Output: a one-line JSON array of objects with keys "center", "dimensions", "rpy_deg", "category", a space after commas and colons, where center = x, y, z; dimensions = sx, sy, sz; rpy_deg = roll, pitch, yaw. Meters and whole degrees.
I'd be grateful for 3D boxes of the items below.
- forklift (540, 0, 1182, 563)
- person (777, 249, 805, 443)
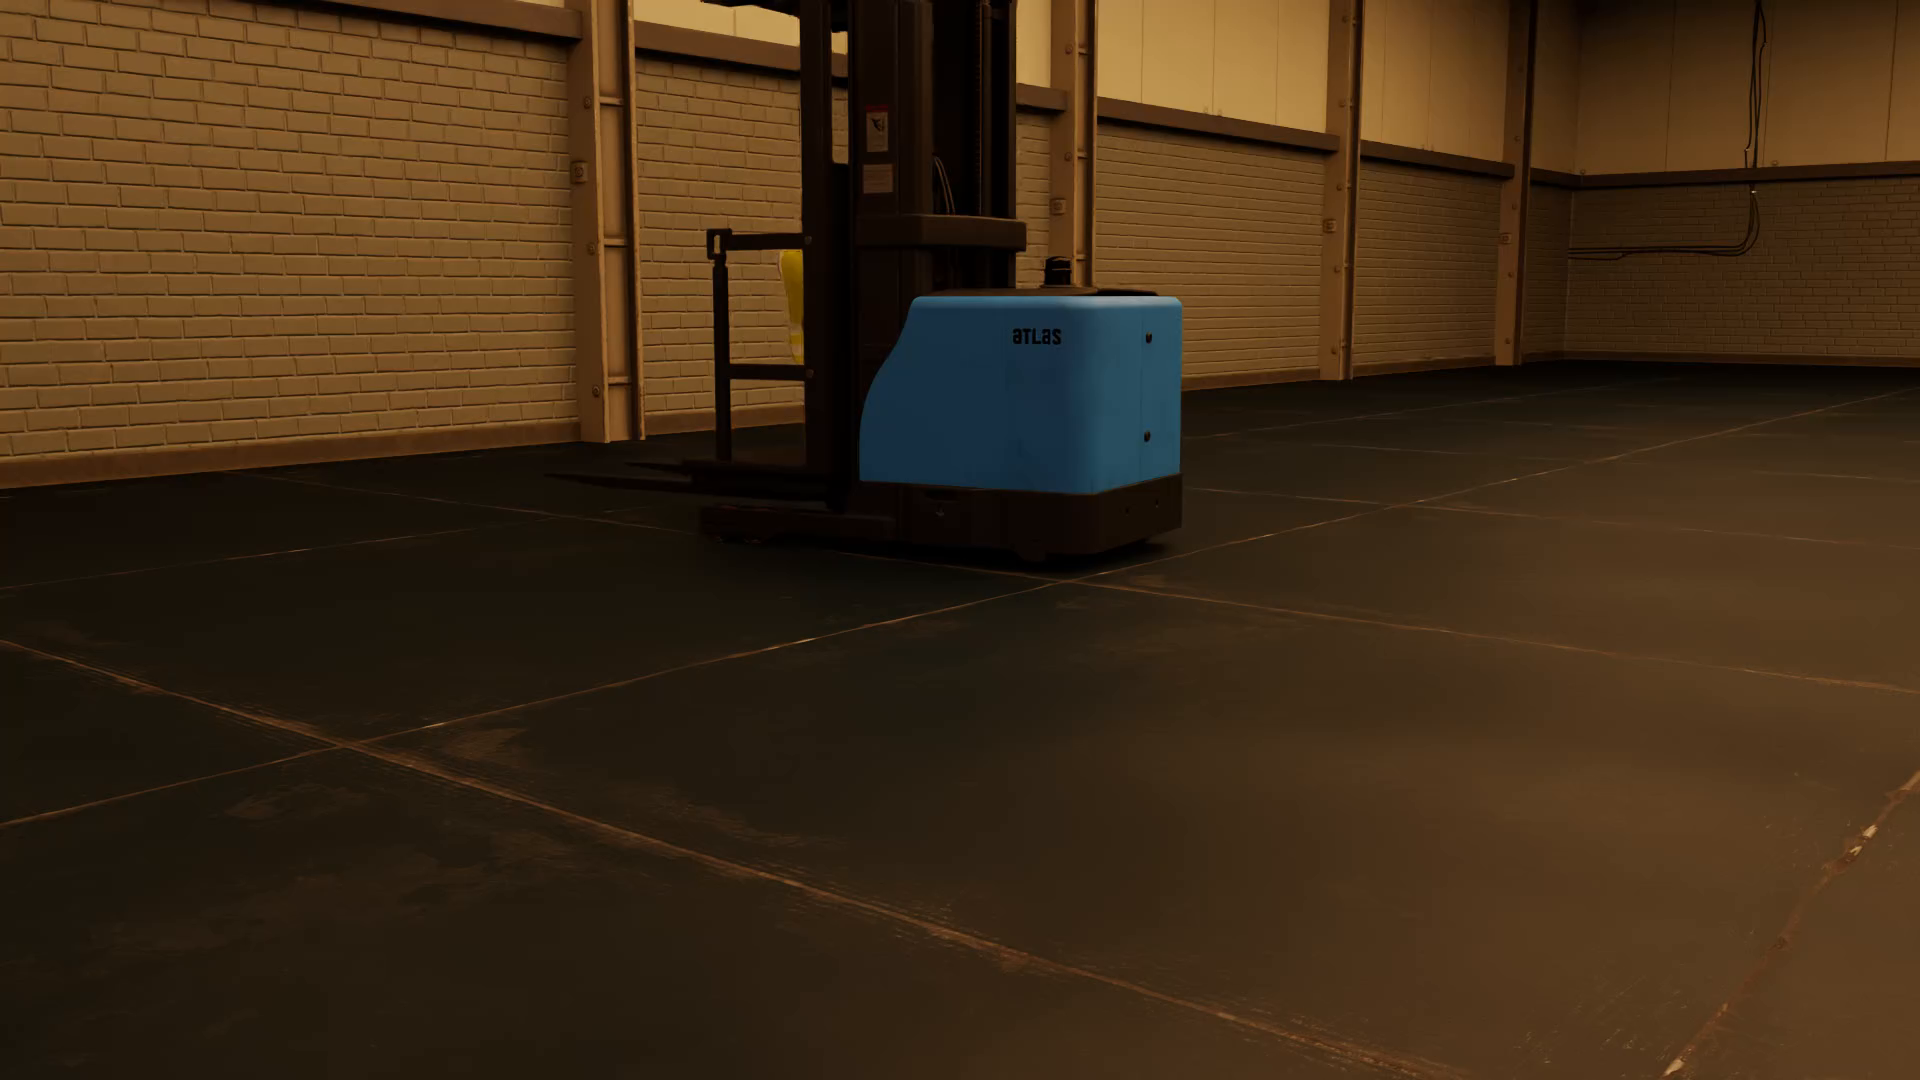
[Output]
[{"center": [-0.563, -1.488, 7.451], "dimensions": [3.031, 2.935, 1.130], "rpy_deg": [5, 10, 29], "category": "forklift"}, {"center": [-0.554, -1.077, 9.107], "dimensions": [0.896, 1.617, 0.754], "rpy_deg": [8, 11, 43], "category": "person"}]
